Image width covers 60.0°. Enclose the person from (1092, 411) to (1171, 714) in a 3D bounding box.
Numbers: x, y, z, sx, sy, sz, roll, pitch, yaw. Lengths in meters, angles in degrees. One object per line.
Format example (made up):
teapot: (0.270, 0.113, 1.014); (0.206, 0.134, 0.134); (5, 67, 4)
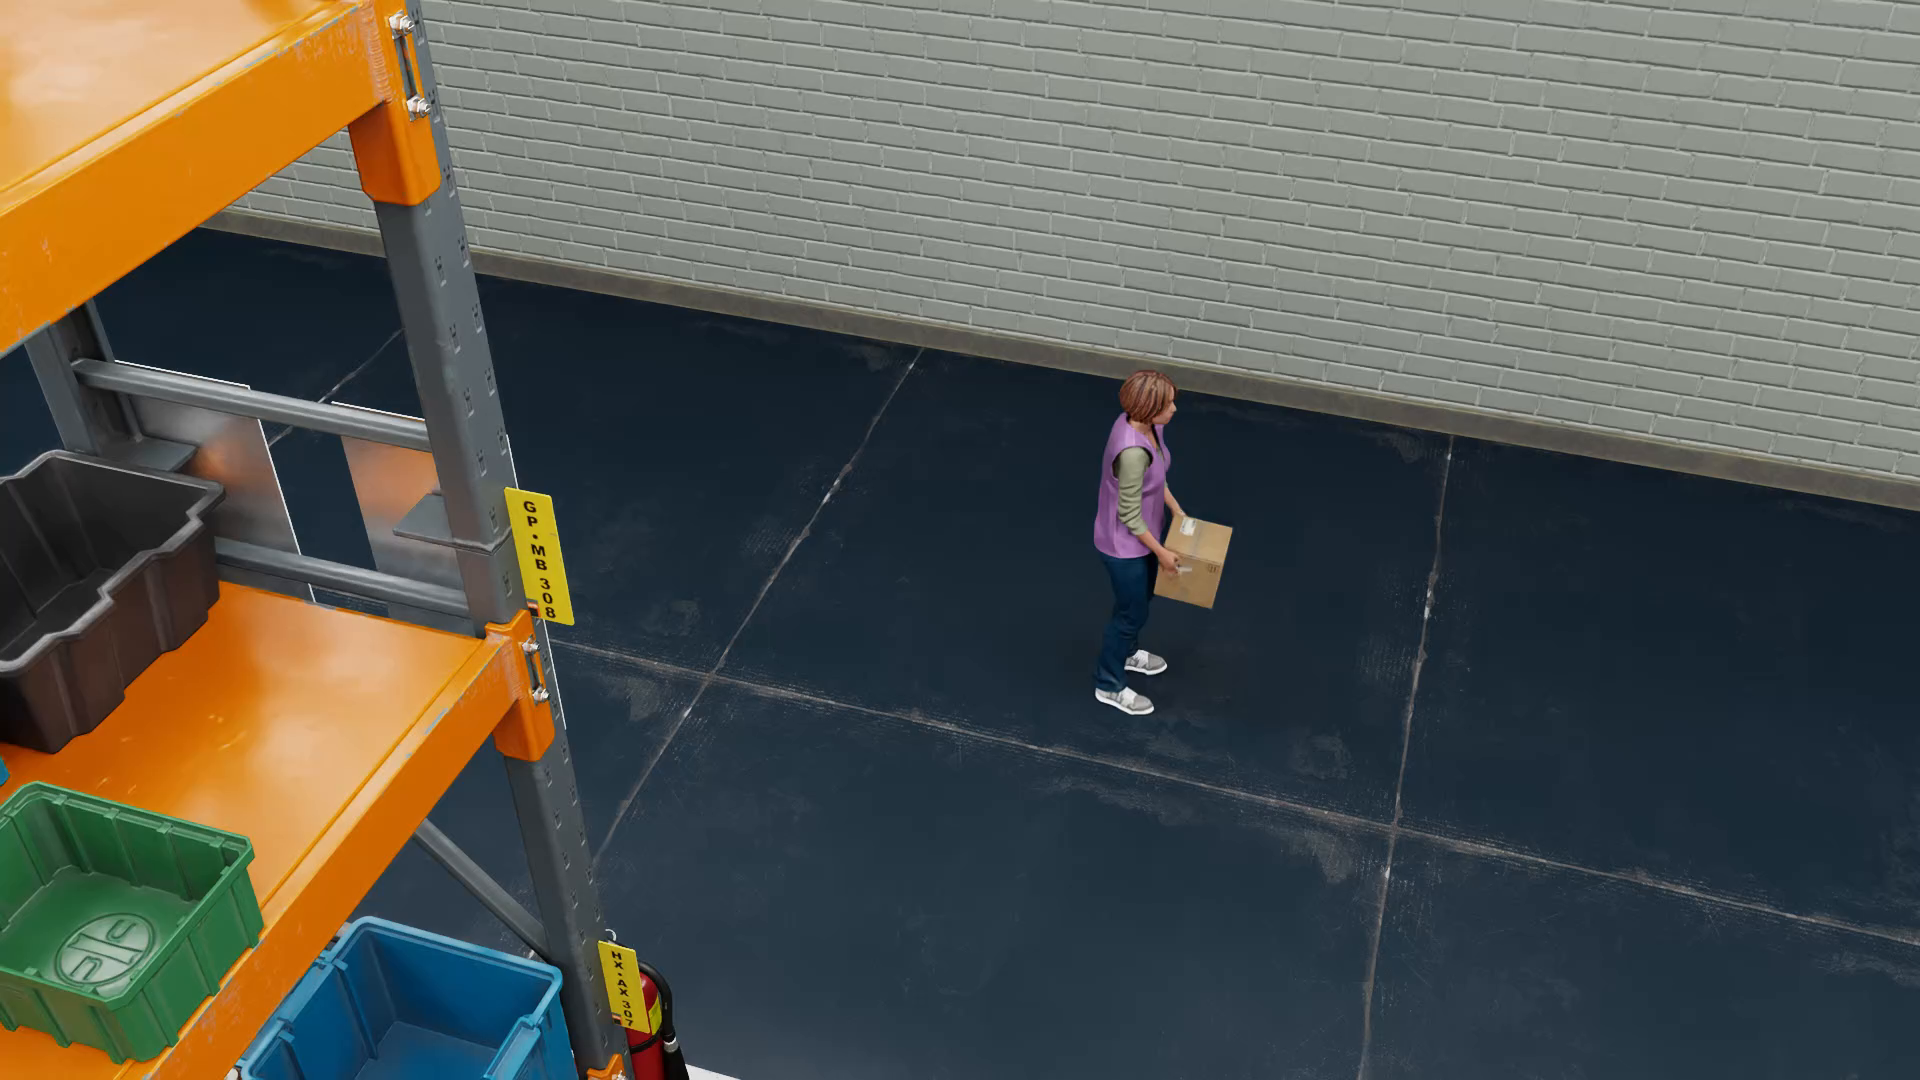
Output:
person: (0.730, 0.075, 6.971); (0.338, 1.385, 0.444); (10, 39, 13)
